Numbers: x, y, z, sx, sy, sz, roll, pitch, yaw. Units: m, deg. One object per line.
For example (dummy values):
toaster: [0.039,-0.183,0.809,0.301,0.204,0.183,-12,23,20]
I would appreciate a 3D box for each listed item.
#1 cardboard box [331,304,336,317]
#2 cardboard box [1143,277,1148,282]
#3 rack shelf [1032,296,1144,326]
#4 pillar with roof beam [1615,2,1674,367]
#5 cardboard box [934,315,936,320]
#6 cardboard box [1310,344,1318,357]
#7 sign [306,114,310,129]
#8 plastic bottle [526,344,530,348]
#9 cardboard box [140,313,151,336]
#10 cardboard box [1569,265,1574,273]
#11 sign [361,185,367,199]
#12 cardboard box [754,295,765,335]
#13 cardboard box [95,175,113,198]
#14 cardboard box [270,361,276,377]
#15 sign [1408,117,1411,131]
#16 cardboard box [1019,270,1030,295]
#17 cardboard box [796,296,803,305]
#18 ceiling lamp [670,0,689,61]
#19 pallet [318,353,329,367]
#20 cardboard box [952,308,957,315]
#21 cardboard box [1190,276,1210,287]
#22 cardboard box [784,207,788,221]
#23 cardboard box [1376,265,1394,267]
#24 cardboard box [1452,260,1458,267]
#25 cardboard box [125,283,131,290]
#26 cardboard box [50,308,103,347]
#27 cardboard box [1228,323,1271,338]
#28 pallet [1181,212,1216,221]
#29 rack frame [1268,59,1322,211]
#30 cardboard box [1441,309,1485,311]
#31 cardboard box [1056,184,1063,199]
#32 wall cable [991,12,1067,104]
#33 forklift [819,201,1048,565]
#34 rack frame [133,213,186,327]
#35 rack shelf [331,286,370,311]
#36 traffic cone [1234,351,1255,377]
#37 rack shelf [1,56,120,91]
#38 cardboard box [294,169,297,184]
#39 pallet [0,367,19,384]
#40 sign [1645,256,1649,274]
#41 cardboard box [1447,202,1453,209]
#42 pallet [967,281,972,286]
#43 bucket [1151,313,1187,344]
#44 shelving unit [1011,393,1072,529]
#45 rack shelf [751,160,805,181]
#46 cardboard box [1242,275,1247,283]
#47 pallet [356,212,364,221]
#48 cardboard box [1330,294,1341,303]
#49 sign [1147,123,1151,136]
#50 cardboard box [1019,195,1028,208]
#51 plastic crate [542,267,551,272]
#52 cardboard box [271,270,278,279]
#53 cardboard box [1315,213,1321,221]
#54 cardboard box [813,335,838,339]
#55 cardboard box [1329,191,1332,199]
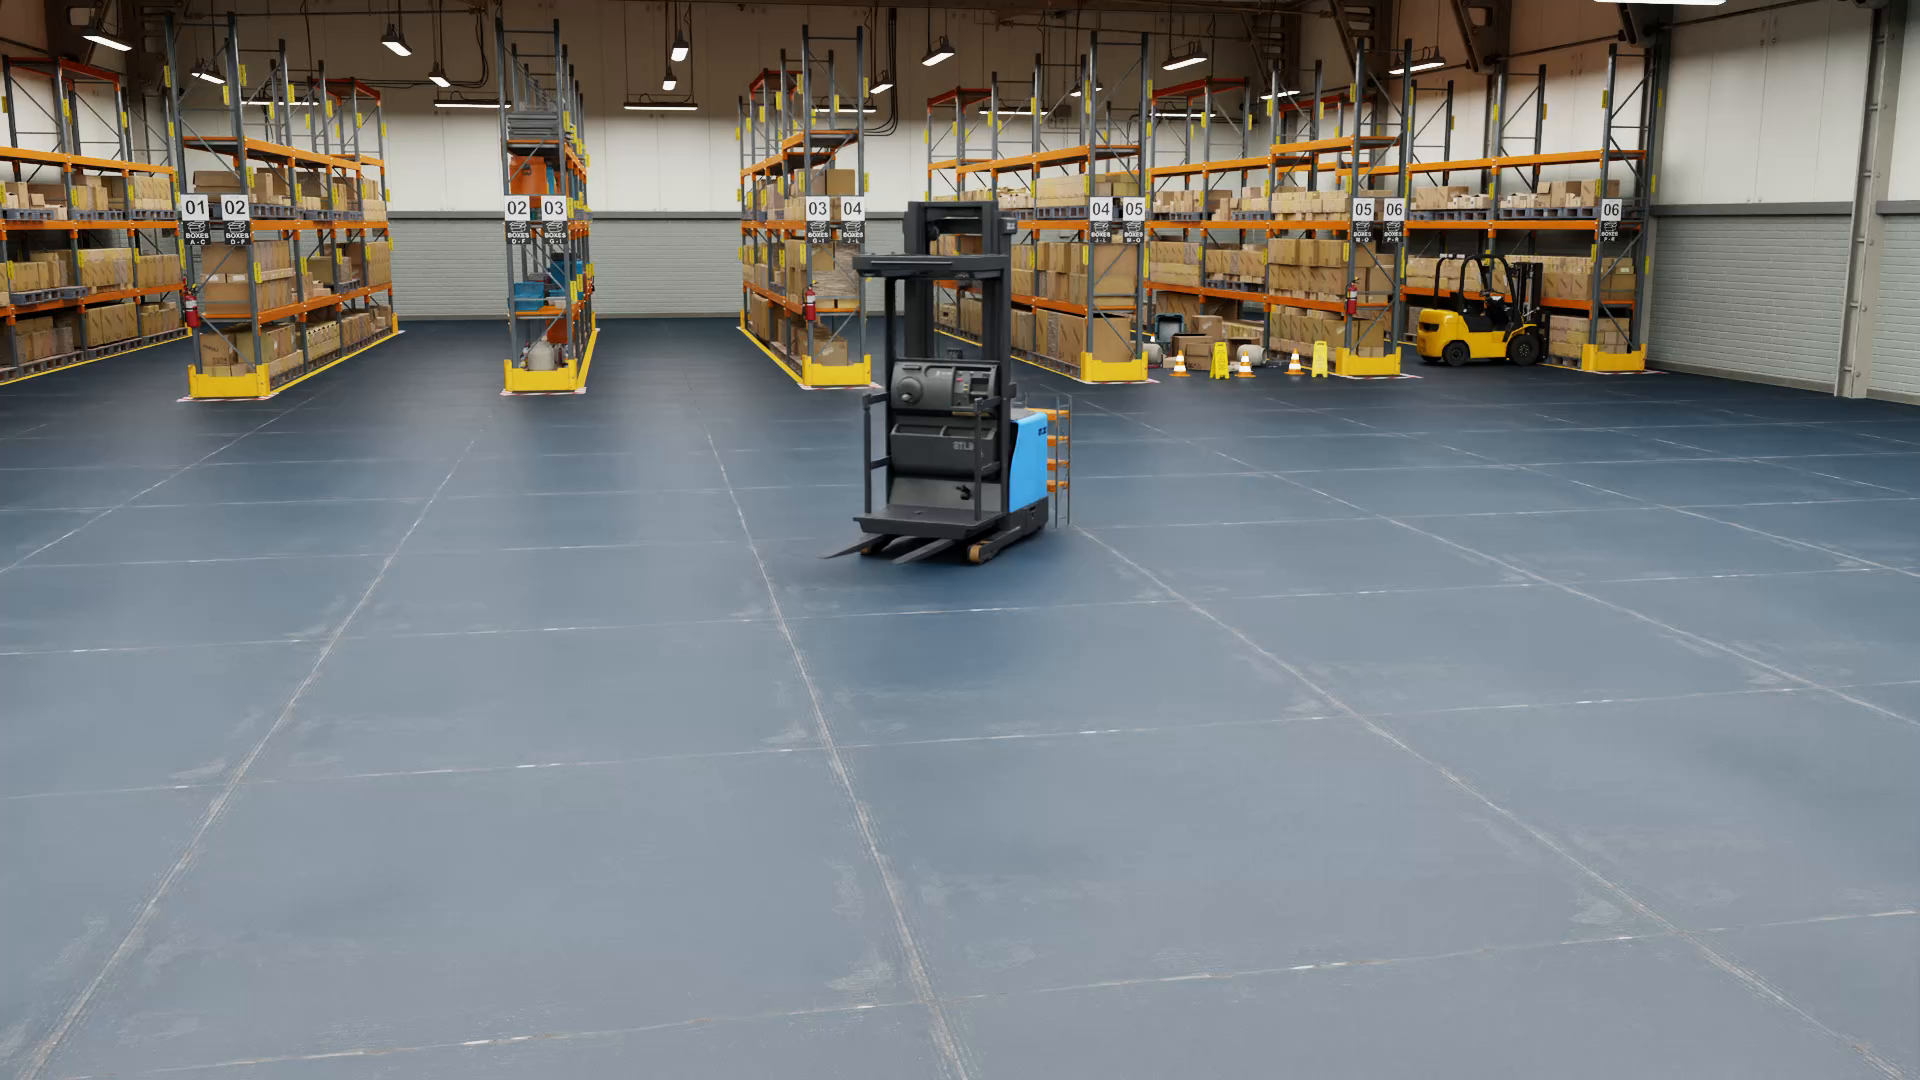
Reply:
cardboard box: [-14.136,-5.098,36.963,0.500,0.250,0.500,-2,11,-11]
cardboard box: [4.912,-6.868,42.488,0.500,0.500,0.500,-2,11,-10]
rack shelf: [2.362,-4.357,31.488,1.077,0.370,4.000,-2,11,-11]
pillar with roof beam: [8.981,-7.674,30.948,9.100,9.000,0.548,-2,11,-11]
cardboard box: [-0.573,-5.976,44.572,0.380,0.149,0.250,-2,11,-10]
cardboard box: [7.073,-3.631,31.982,0.500,0.250,0.500,-2,11,-11]
sign: [-14.721,-9.451,37.575,0.100,0.325,0.005,-2,11,-11]
plastic bottle: [-7.984,-3.452,30.719,0.144,0.351,0.185,-3,11,-13]
cardboard box: [-19.089,-4.961,38.302,0.700,0.500,0.500,-2,11,-10]
cardboard box: [12.044,-5.240,32.201,0.380,0.149,0.250,-2,11,-10]
sign: [-13.642,-7.965,38.061,0.100,0.325,0.005,-2,11,-11]
cardboard box: [-4.149,-5.264,38.892,1.225,0.875,0.875,-3,11,-13]
cardboard box: [-19.409,-7.985,37.610,0.500,0.500,0.500,-2,11,-11]
cardboard box: [-11.839,-2.875,28.012,0.500,0.250,0.500,-2,11,-11]
sign: [10.369,-9.614,38.428,0.100,0.325,0.005,-2,11,-11]
cardboard box: [1.511,-5.305,34.277,0.500,0.500,0.500,-2,11,-12]
cardboard box: [-2.787,-4.374,30.327,0.380,0.149,0.250,-2,11,-11]
ceiling lamp: [-4.999,-10.627,30.849,0.800,3.185,2.000,-2,11,-11]
pallet: [-13.052,-3.544,32.749,1.003,0.211,1.213,-2,11,-11]
cardboard box: [0.004,-5.743,41.760,0.380,0.149,0.250,-2,11,-10]
cardboard box: [5.678,-6.019,38.697,0.500,0.250,0.500,-3,11,-13]
cardboard box: [-3.075,-6.223,31.748,0.500,0.250,0.500,-3,11,-13]
cardboard box: [10.376,-6.505,40.127,0.500,0.250,0.500,-3,11,-14]
cardboard box: [11.115,-6.112,36.785,0.380,0.149,0.250,-2,11,-11]
cardboard box: [-18.628,-5.631,36.878,0.380,0.149,0.250,-2,11,-10]
cardboard box: [-18.280,-4.398,34.408,0.750,0.750,0.750,-2,11,-12]
cardboard box: [6.424,-4.546,36.464,0.950,0.372,0.625,-2,11,-9]
pallet: [5.854,-7.506,38.593,1.213,0.211,1.003,-2,11,-8]
rack frame: [6.809,-8.223,33.830,1.000,3.000,0.127,-2,11,-11]
cardboard box: [11.273,-4.872,37.499,0.875,0.625,0.625,-3,11,-13]
cardboard box: [2.091,-6.501,31.021,0.500,0.250,0.500,-2,11,-10]
wall cable: [2.065,-14.660,50.001,2.355,3.000,0.029,-2,11,-11]
forklift: [-0.214,-1.325,13.817,1.130,2.935,3.031,4,12,21]
rack frame: [-19.822,-6.576,41.221,1.000,3.000,0.127,-2,11,-11]
rack shelf: [-13.797,-5.303,36.457,1.077,0.370,4.000,-2,11,-11]
traffic cone: [5.215,-3.225,30.402,0.336,0.463,0.334,-2,11,-11]
rack shelf: [-18.655,-9.701,34.635,1.077,0.370,4.000,-2,11,-11]
cardboard box: [-12.844,-6.748,31.379,0.500,0.500,0.500,-1,11,-6]
pallet: [-17.323,-2.883,29.278,1.003,0.211,1.213,-2,11,-11]
sign: [13.001,-5.206,31.500,0.100,0.325,0.005,-2,11,-11]
cardboard box: [11.015,-7.394,36.782,0.380,0.149,0.250,-2,11,-12]
pallet: [0.770,-6.078,39.120,1.003,0.211,1.213,-2,11,-11]
bucket: [4.261,-4.274,33.821,0.726,0.611,0.620,2,1,9]
shelving unit: [0.746,-0.739,15.369,0.503,1.200,0.258,7,13,34]
rack shelf: [-4.079,-8.413,37.823,1.077,0.370,4.000,-2,11,-11]
cardboard box: [6.266,-5.584,35.562,0.380,0.149,0.250,-2,11,-11]
pallet: [-14.128,-7.282,37.412,1.213,0.211,1.003,-2,11,-11]
cardboard box: [7.146,-4.522,31.102,0.380,0.149,0.250,-2,11,-12]
sign: [4.704,-10.211,41.354,0.100,0.325,0.005,-2,11,-11]
cardboard box: [1.517,-6.951,34.180,0.500,0.250,0.500,-2,11,-11]
plastic crate: [-9.752,-6.297,39.640,0.392,0.384,0.575,-2,11,-11]
cardboard box: [-12.067,-4.600,28.838,0.380,0.149,0.250,-2,11,-9]
cardboard box: [7.021,-6.183,31.809,0.380,0.149,0.250,-2,11,-13]
cardboard box: [-2.492,-3.499,30.619,0.500,0.500,0.500,-1,11,-6]
cardboard box: [7.153,-6.478,31.227,0.380,0.149,0.250,-2,11,-11]
